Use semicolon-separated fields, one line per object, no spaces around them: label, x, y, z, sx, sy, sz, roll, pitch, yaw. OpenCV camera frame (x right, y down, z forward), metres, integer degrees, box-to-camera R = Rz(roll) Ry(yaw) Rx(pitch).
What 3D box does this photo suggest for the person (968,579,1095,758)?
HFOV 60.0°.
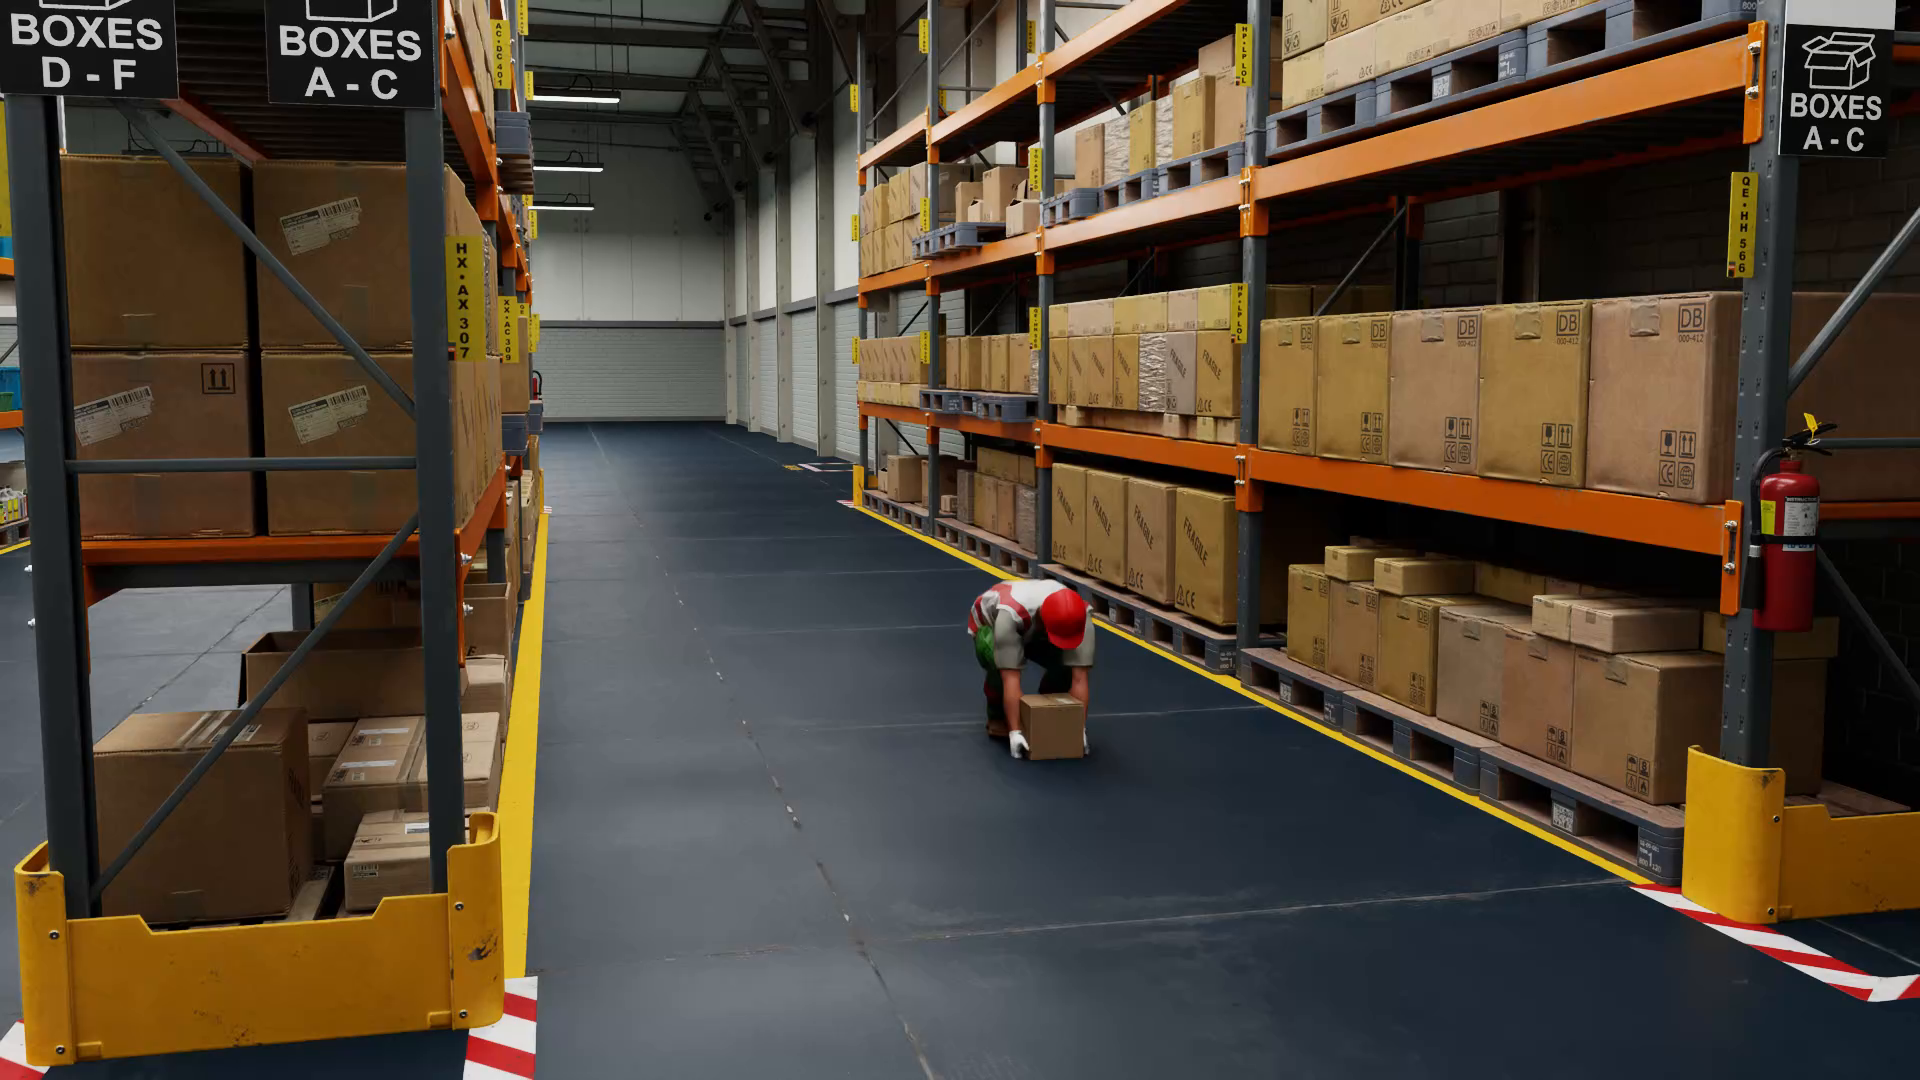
person;0.343;0.577;7.832;0.521;0.796;0.950;-2;6;-15
